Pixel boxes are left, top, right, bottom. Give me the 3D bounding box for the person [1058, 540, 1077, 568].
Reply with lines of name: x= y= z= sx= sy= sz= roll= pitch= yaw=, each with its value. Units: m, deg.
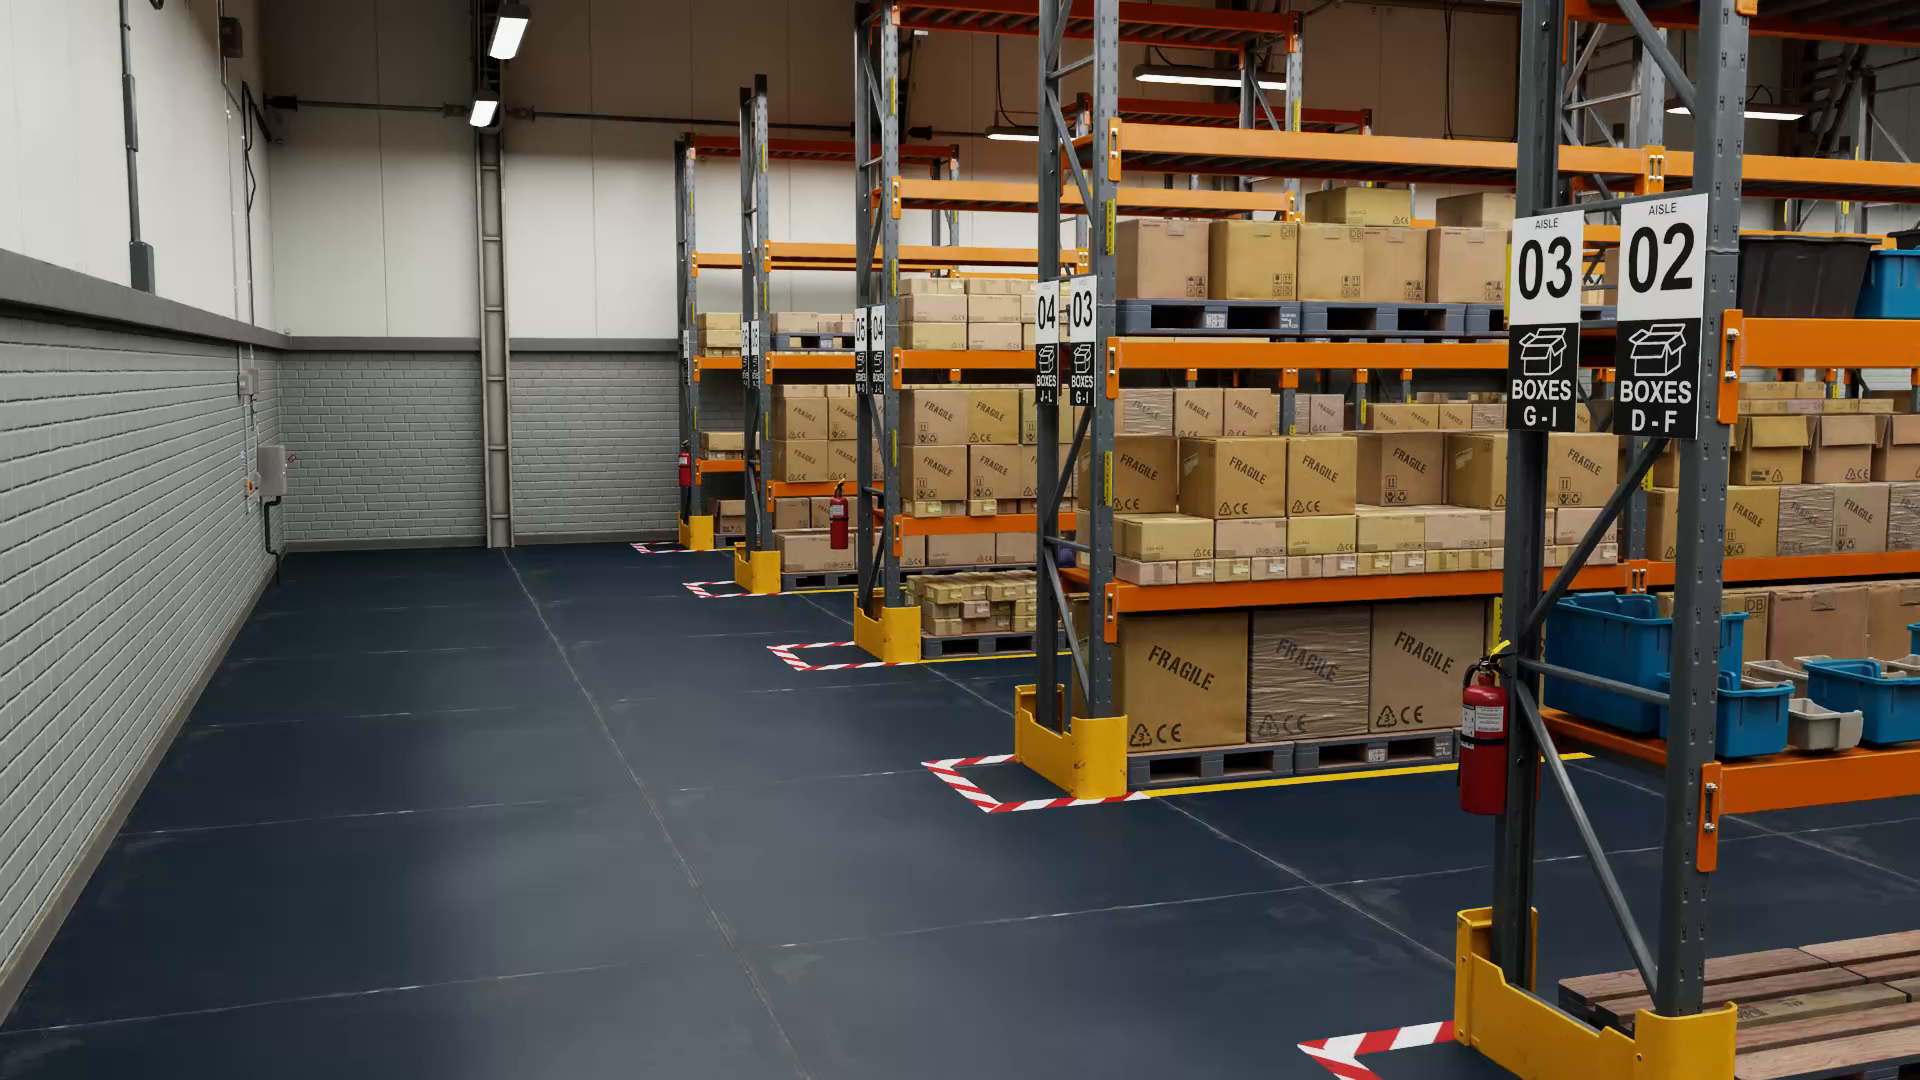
person: x=1.465 y=0.355 z=18.846 sx=0.902 sy=0.747 sz=0.511 roll=-2 pitch=6 yaw=-20
